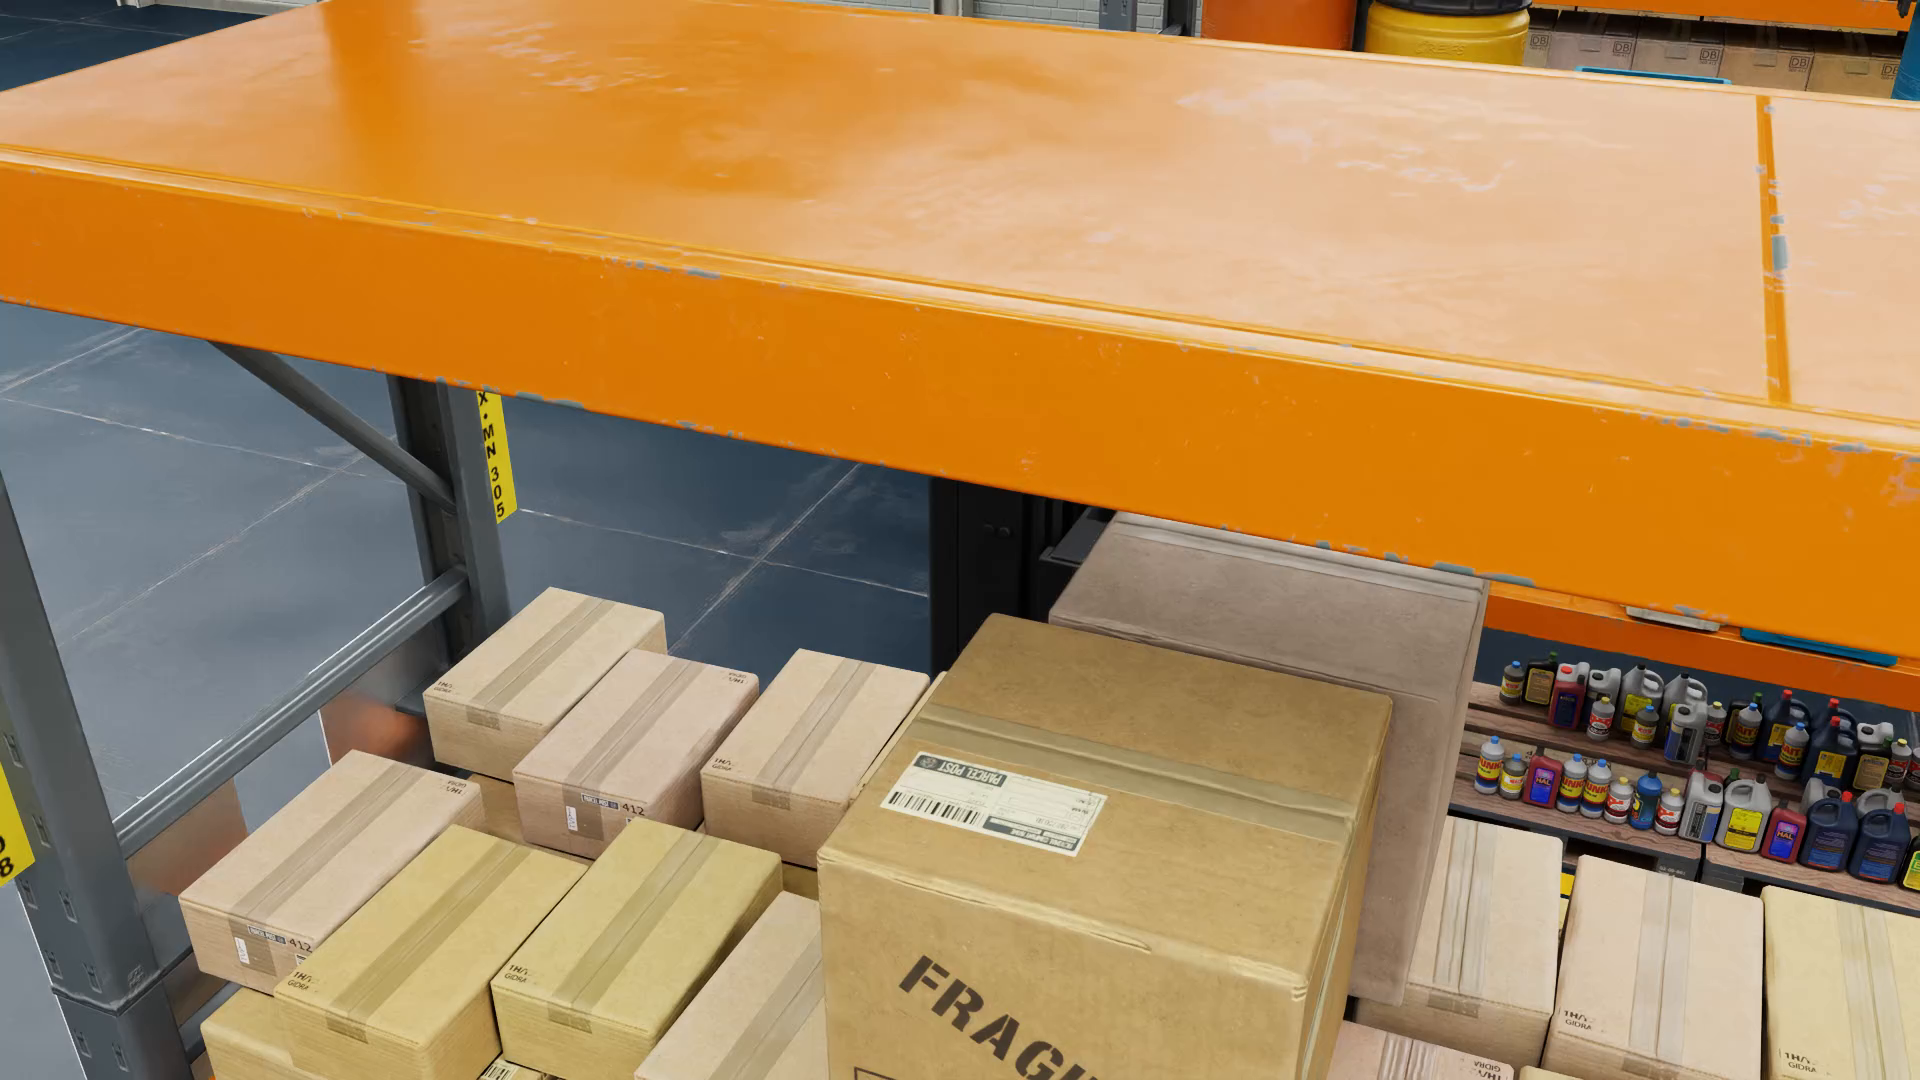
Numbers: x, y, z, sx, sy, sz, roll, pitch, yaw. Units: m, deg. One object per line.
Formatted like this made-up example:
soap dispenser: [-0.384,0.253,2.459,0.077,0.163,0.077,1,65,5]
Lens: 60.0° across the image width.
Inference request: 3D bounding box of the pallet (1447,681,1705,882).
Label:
pallet: [2.730,1.089,7.608,1.213,0.211,1.003,11,31,19]

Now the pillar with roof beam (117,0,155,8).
pillar with roof beam: [-12.834,-9.257,16.983,0.400,9.000,9.100,11,31,19]

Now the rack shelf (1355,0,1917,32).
rack shelf: [4.484,-3.377,10.359,4.000,0.370,1.077,11,31,19]

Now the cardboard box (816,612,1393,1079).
cardboard box: [0.177,0.463,1.922,0.500,0.500,0.500,11,31,19]

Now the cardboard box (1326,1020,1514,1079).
cardboard box: [0.512,0.785,2.011,0.250,0.149,0.380,11,31,19]

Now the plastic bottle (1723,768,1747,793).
plastic bottle: [3.304,1.100,7.069,0.133,0.283,0.061,11,31,19]

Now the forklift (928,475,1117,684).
forklift: [0.718,0.760,5.428,3.031,2.935,1.130,12,32,21]

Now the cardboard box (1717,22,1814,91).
cardboard box: [4.991,-2.888,10.390,0.500,0.500,0.700,11,31,19]

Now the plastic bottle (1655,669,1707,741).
plastic bottle: [3.311,0.753,7.614,0.185,0.351,0.144,11,31,19]

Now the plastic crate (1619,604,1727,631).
plastic crate: [2.872,0.174,6.663,0.437,0.136,0.530,11,31,19]

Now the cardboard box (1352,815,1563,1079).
cardboard box: [0.717,0.573,2.387,0.250,0.149,0.380,10,31,17]

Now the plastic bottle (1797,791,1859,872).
plastic bottle: [3.589,1.182,6.855,0.185,0.351,0.144,10,31,17]

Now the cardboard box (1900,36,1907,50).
cardboard box: [5.924,-2.702,10.061,0.500,0.500,0.700,11,31,19]

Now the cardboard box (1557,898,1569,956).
cardboard box: [0.848,0.775,2.434,0.500,0.250,0.500,11,31,18]

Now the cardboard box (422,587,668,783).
cardboard box: [-0.723,0.257,2.946,0.250,0.149,0.380,11,31,19]

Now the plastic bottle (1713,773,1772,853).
plastic bottle: [3.289,1.122,6.961,0.185,0.351,0.144,11,31,19]

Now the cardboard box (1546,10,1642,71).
cardboard box: [4.064,-3.073,10.718,0.500,0.500,0.700,11,31,19]

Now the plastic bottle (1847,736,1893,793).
plastic bottle: [3.992,0.977,7.286,0.133,0.283,0.061,11,31,19]

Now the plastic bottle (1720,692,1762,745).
plastic bottle: [3.567,0.812,7.579,0.133,0.283,0.061,13,32,21]

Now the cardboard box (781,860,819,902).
cardboard box: [-0.091,0.586,2.769,0.500,0.250,0.500,11,31,19]

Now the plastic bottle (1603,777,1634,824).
plastic bottle: [2.830,1.108,7.138,0.097,0.201,0.097,0,29,0]

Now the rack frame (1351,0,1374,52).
rack frame: [2.631,-2.754,11.574,0.127,3.000,1.000,11,31,19]

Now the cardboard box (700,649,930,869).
cardboard box: [-0.231,0.359,2.765,0.250,0.149,0.380,10,31,17]

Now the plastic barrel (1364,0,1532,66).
plastic barrel: [1.869,-1.914,6.421,0.600,0.588,0.600,0,29,0]

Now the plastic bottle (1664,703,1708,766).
plastic bottle: [3.278,0.858,7.505,0.135,0.276,0.152,11,31,19]

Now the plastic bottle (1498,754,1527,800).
plastic bottle: [2.424,1.027,7.281,0.097,0.201,0.097,0,29,0]

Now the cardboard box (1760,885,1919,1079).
cardboard box: [1.201,0.663,2.227,0.250,0.149,0.380,11,31,18]

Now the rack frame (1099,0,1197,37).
rack frame: [0.765,-3.108,6.104,0.127,3.000,1.000,11,31,19]

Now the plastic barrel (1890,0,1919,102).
plastic barrel: [3.589,-1.696,5.718,0.708,0.901,0.600,11,31,19]

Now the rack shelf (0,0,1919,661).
rack shelf: [0.756,-0.165,1.631,4.000,0.370,1.077,11,31,19]

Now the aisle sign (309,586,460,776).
aisle sign: [-1.042,0.482,3.207,0.004,0.787,0.394,11,31,19]

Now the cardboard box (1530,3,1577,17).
cardboard box: [5.273,-4.962,14.851,0.500,0.500,0.500,11,31,19]

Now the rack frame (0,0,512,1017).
rack frame: [-1.097,-0.850,2.108,0.127,3.000,1.000,11,31,19]

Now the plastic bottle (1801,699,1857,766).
plastic bottle: [3.880,0.867,7.413,0.185,0.351,0.144,12,32,20]

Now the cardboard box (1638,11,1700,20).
cardboard box: [6.233,-4.774,14.517,0.500,0.500,0.500,12,32,21]

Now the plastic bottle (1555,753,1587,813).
plastic bottle: [2.645,1.041,7.186,0.097,0.271,0.097,0,29,0]

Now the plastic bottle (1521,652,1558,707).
plastic bottle: [2.747,0.648,7.869,0.133,0.283,0.061,12,32,20]

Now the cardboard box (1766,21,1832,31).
cardboard box: [7.177,-4.580,14.174,0.500,0.500,0.500,11,31,19]

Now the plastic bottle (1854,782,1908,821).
plastic bottle: [3.821,1.152,6.909,0.185,0.351,0.144,11,31,19]

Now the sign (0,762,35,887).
sign: [-1.301,0.323,2.193,0.005,0.325,0.100,11,31,19]

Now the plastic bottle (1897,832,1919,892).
plastic bottle: [3.902,1.296,6.722,0.133,0.283,0.061,13,32,22]

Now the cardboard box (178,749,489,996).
cardboard box: [-0.929,0.504,2.508,0.250,0.149,0.380,11,31,19]

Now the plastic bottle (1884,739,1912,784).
plastic bottle: [4.153,0.974,7.375,0.097,0.201,0.097,0,29,0]

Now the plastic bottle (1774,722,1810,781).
plastic bottle: [3.700,0.930,7.383,0.097,0.271,0.097,0,29,0]

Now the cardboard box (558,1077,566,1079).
cardboard box: [-0.268,0.821,2.353,0.500,0.250,0.500,11,31,18]

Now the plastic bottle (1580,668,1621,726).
plastic bottle: [2.983,0.723,7.744,0.135,0.276,0.152,10,31,18]

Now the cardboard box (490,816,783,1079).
cardboard box: [-0.445,0.587,2.362,0.250,0.149,0.380,11,31,18]

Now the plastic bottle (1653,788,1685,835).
plastic bottle: [3.020,1.146,7.071,0.097,0.201,0.097,0,29,0]

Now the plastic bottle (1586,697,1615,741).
plastic bottle: [2.954,0.815,7.656,0.097,0.201,0.097,0,29,0]
